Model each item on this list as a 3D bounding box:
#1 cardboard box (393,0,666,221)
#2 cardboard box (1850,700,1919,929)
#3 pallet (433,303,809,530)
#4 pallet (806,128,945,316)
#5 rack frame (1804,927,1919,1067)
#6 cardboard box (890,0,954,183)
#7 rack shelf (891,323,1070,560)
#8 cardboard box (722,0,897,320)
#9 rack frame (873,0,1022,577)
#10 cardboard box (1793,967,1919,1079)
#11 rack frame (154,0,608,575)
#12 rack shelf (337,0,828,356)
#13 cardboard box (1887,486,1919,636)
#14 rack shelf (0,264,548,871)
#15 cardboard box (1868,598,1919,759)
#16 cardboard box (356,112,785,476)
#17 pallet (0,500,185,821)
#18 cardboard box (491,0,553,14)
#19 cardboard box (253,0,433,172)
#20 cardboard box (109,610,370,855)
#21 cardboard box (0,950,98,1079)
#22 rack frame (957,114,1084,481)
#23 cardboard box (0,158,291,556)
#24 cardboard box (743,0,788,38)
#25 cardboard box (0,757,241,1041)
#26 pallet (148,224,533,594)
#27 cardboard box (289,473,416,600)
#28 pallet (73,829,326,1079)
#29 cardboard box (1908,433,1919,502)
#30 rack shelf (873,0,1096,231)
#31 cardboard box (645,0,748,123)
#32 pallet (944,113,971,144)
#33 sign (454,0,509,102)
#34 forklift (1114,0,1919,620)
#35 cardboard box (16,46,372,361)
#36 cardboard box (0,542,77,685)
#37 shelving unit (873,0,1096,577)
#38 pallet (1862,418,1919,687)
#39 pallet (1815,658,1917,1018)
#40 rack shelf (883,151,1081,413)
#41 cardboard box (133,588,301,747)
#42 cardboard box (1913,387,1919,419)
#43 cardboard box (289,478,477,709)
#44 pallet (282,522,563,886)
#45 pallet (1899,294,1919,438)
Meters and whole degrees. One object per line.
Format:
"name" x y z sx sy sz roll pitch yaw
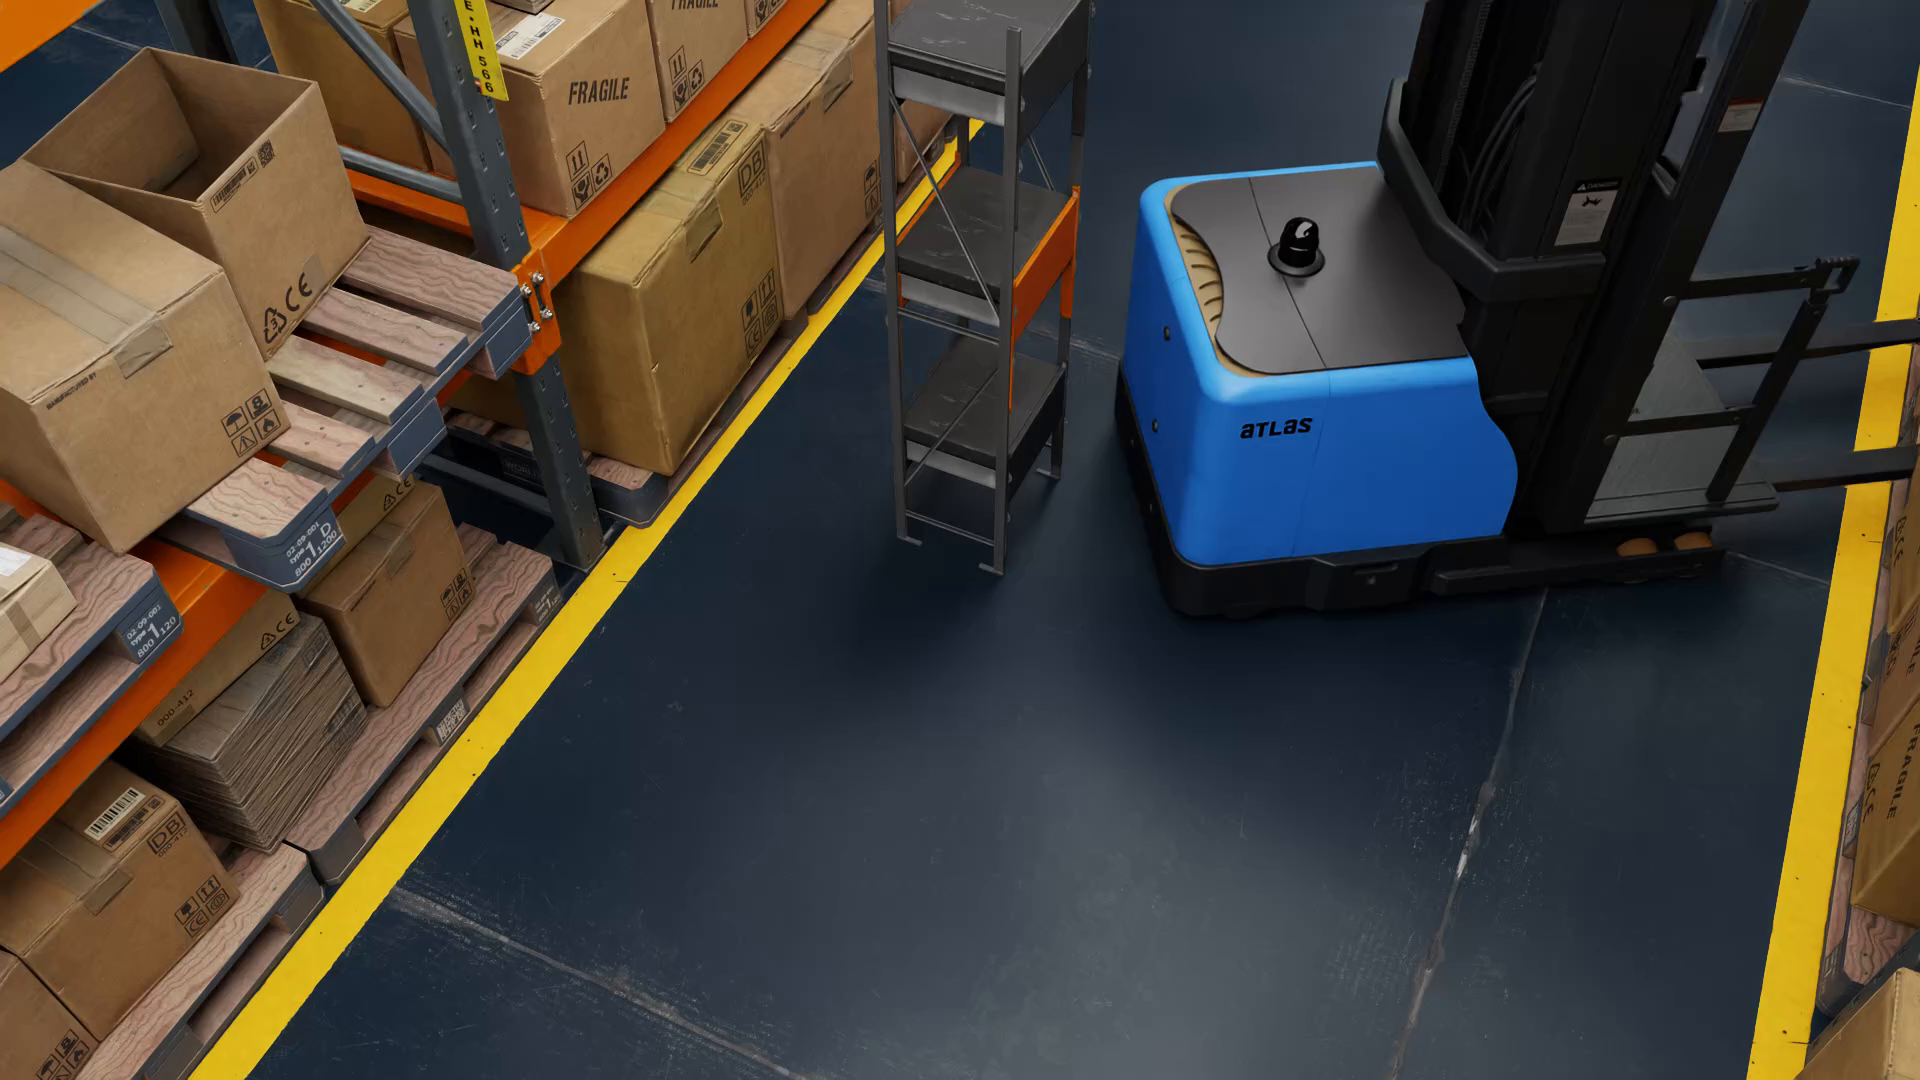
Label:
"cardboard box" -1.236 -1.338 4.853 0.500 0.500 0.500 21 53 17
"cardboard box" 2.796 0.760 4.499 0.500 0.500 0.500 20 52 16
"pallet" -1.285 -0.674 6.185 1.003 0.211 1.213 20 52 16
"pallet" -0.763 -1.511 6.897 1.003 0.211 1.213 20 52 16
"rack frame" 2.751 0.624 3.249 1.000 3.000 0.127 20 52 16
"cardboard box" -0.617 -2.198 6.770 1.225 0.875 0.875 18 52 15
"rack shelf" 0.071 -0.332 5.591 0.431 0.518 0.480 20 52 16
"cardboard box" -0.989 -1.586 6.250 1.225 0.875 0.875 20 52 16
"rack frame" -0.034 -0.626 4.904 0.400 2.100 0.015 20 52 16
"cardboard box" 2.410 1.607 3.614 1.050 0.750 0.750 19 52 16
"rack frame" -1.690 -1.059 4.682 1.000 3.000 0.127 20 52 16
"rack shelf" -0.836 -2.203 6.127 1.077 0.370 4.000 20 52 16
"cardboard box" 3.233 0.034 5.117 0.500 0.500 0.500 18 52 14
"rack shelf" -2.544 0.551 3.784 1.077 0.370 4.000 20 52 16
"cardboard box" 3.021 0.404 4.802 0.500 0.500 0.500 22 53 18
"cardboard box" -1.376 -0.975 5.729 1.225 0.875 0.875 18 52 14
"pallet" -2.499 0.380 3.583 1.003 0.211 1.213 20 52 16
"cardboard box" -1.363 -1.915 4.685 0.797 0.503 0.637 21 53 17
"cardboard box" -1.703 -1.512 5.001 0.500 0.500 0.500 21 53 17
"cardboard box" -2.184 0.462 4.739 0.700 0.500 0.500 16 51 13
"cardboard box" -2.658 1.239 4.078 0.700 0.500 0.500 16 51 13
"rack frame" 0.175 -0.962 5.190 0.400 2.100 0.015 20 52 16
"cardboard box" -2.033 -0.426 3.801 0.700 0.500 0.500 27 55 21
"cardboard box" -0.802 -2.047 5.457 0.500 0.500 0.500 19 52 15
"cardboard box" -2.420 0.855 4.405 0.700 0.500 0.500 24 54 19
"pallet" -1.898 -0.471 4.308 1.213 0.211 1.003 20 52 16
"cardboard box" -1.949 -0.163 4.780 0.500 0.250 0.500 22 53 18
"pallet" -2.548 1.219 4.574 1.003 0.211 1.213 20 52 16
"cardboard box" 3.469 -0.304 5.404 0.500 0.500 0.500 21 53 17
"rack shelf" 0.071 -1.239 4.525 0.431 0.518 0.480 20 52 16
"cardboard box" -1.018 -1.693 5.156 0.500 0.500 0.500 19 52 15
"pallet" -0.243 -2.354 7.614 1.003 0.211 1.213 20 52 16
"sign" -1.195 -1.239 4.126 0.100 0.325 0.005 20 52 16
"forklift" 2.120 -1.198 4.845 3.031 2.935 1.130 -6 50 -5
"cardboard box" -1.885 -0.843 4.156 0.500 0.500 0.500 14 51 12
"cardboard box" -2.158 0.085 3.521 0.396 0.266 0.258 18 52 15
"shelving unit" 0.071 -0.794 5.047 0.431 2.100 0.503 20 52 16
"pallet" 3.609 0.153 5.481 1.003 0.211 1.213 20 52 16
"pallet" 3.087 0.990 4.769 1.003 0.211 1.213 20 52 16
"rack shelf" 0.071 -0.786 5.058 0.431 0.518 0.480 20 52 16
"cardboard box" -2.167 0.205 4.466 0.500 0.250 0.500 25 54 20
"cardboard box" 3.680 -0.669 5.715 0.500 0.500 0.500 22 53 18
"cardboard box" -1.958 0.076 5.068 0.700 0.500 0.500 17 52 14
"pallet" -2.025 0.382 5.286 1.003 0.211 1.213 20 52 16
"pallet" 4.129 -0.690 6.198 1.003 0.211 1.213 20 52 16
